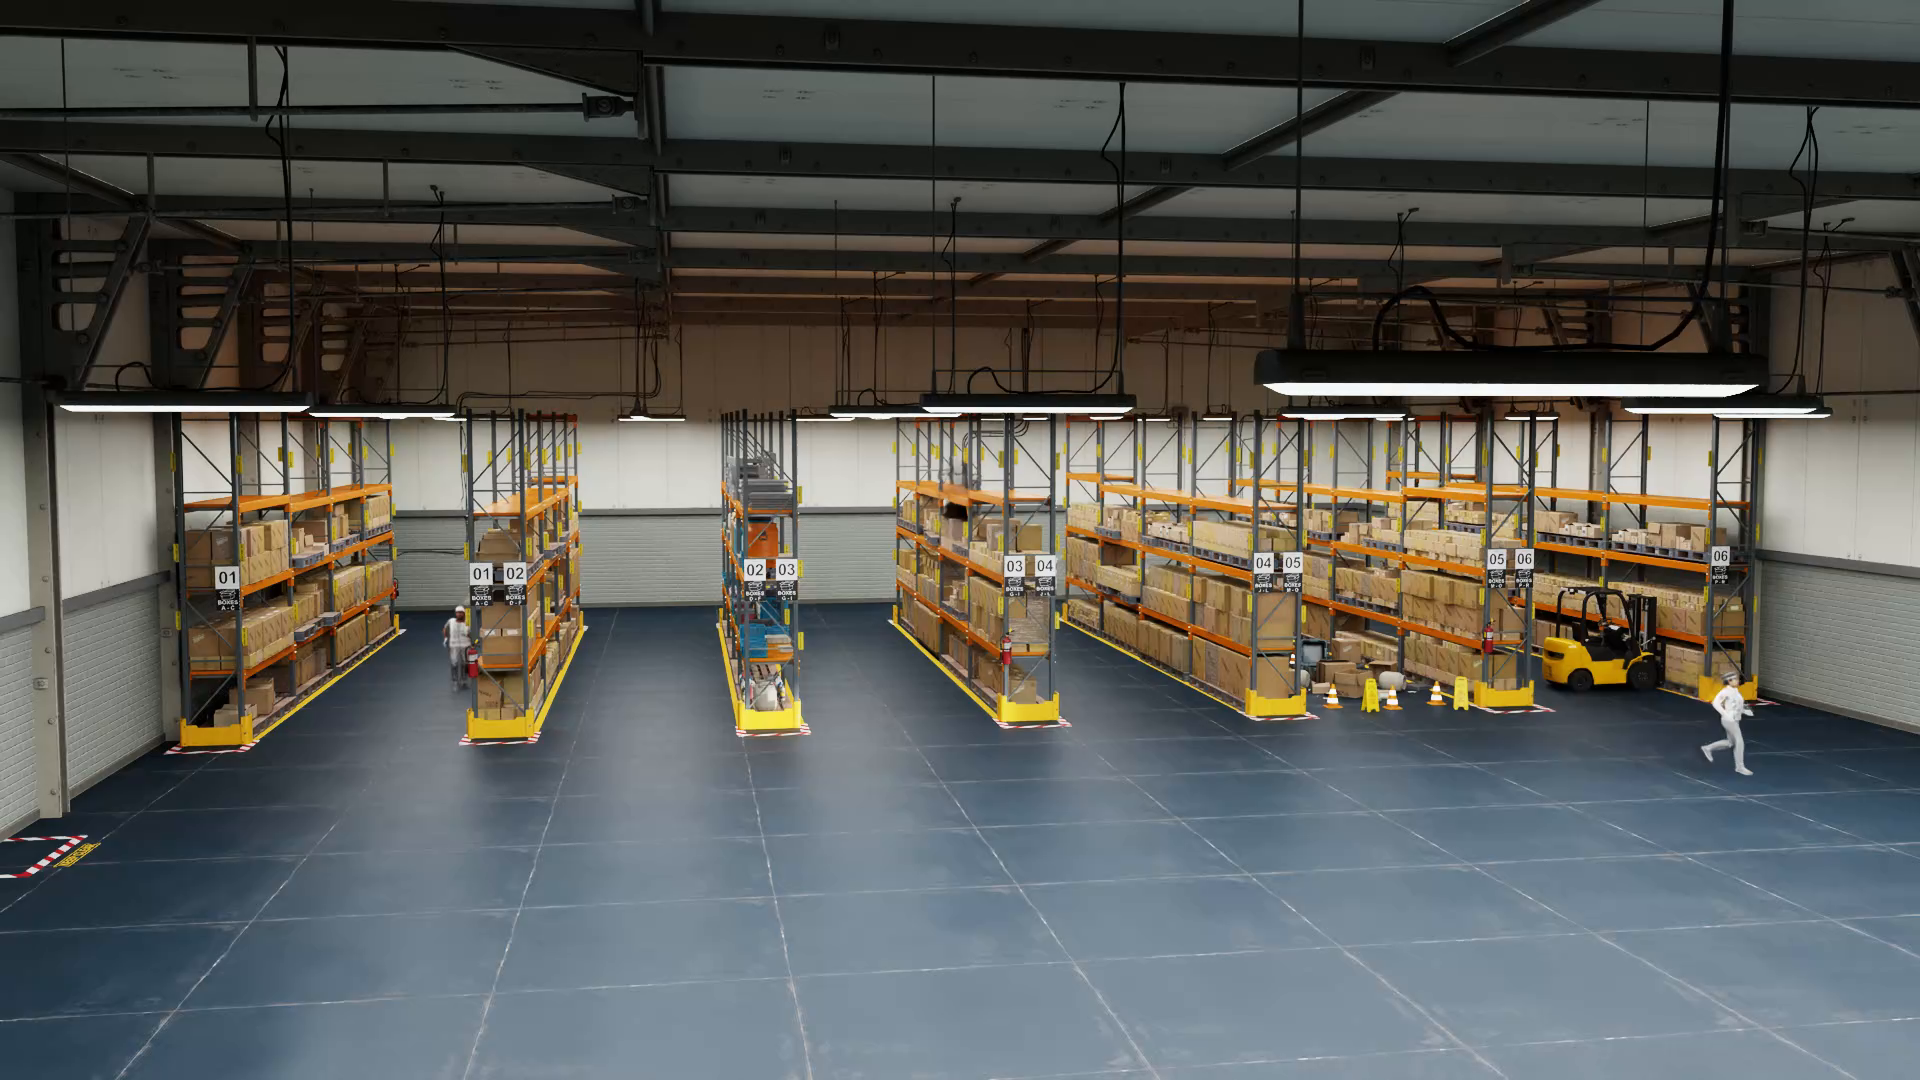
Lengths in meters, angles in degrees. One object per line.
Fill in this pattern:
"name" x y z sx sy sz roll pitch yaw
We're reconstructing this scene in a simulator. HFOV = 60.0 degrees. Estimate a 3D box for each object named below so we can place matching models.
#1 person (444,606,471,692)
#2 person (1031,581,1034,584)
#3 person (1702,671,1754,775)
"person" -10.764 2.337 35.778 0.657 1.841 0.770 -1 4 -18
"person" 1.910 1.588 48.411 0.595 1.536 0.511 2 4 22
"person" 12.636 2.987 27.357 0.842 1.696 0.618 3 5 41
